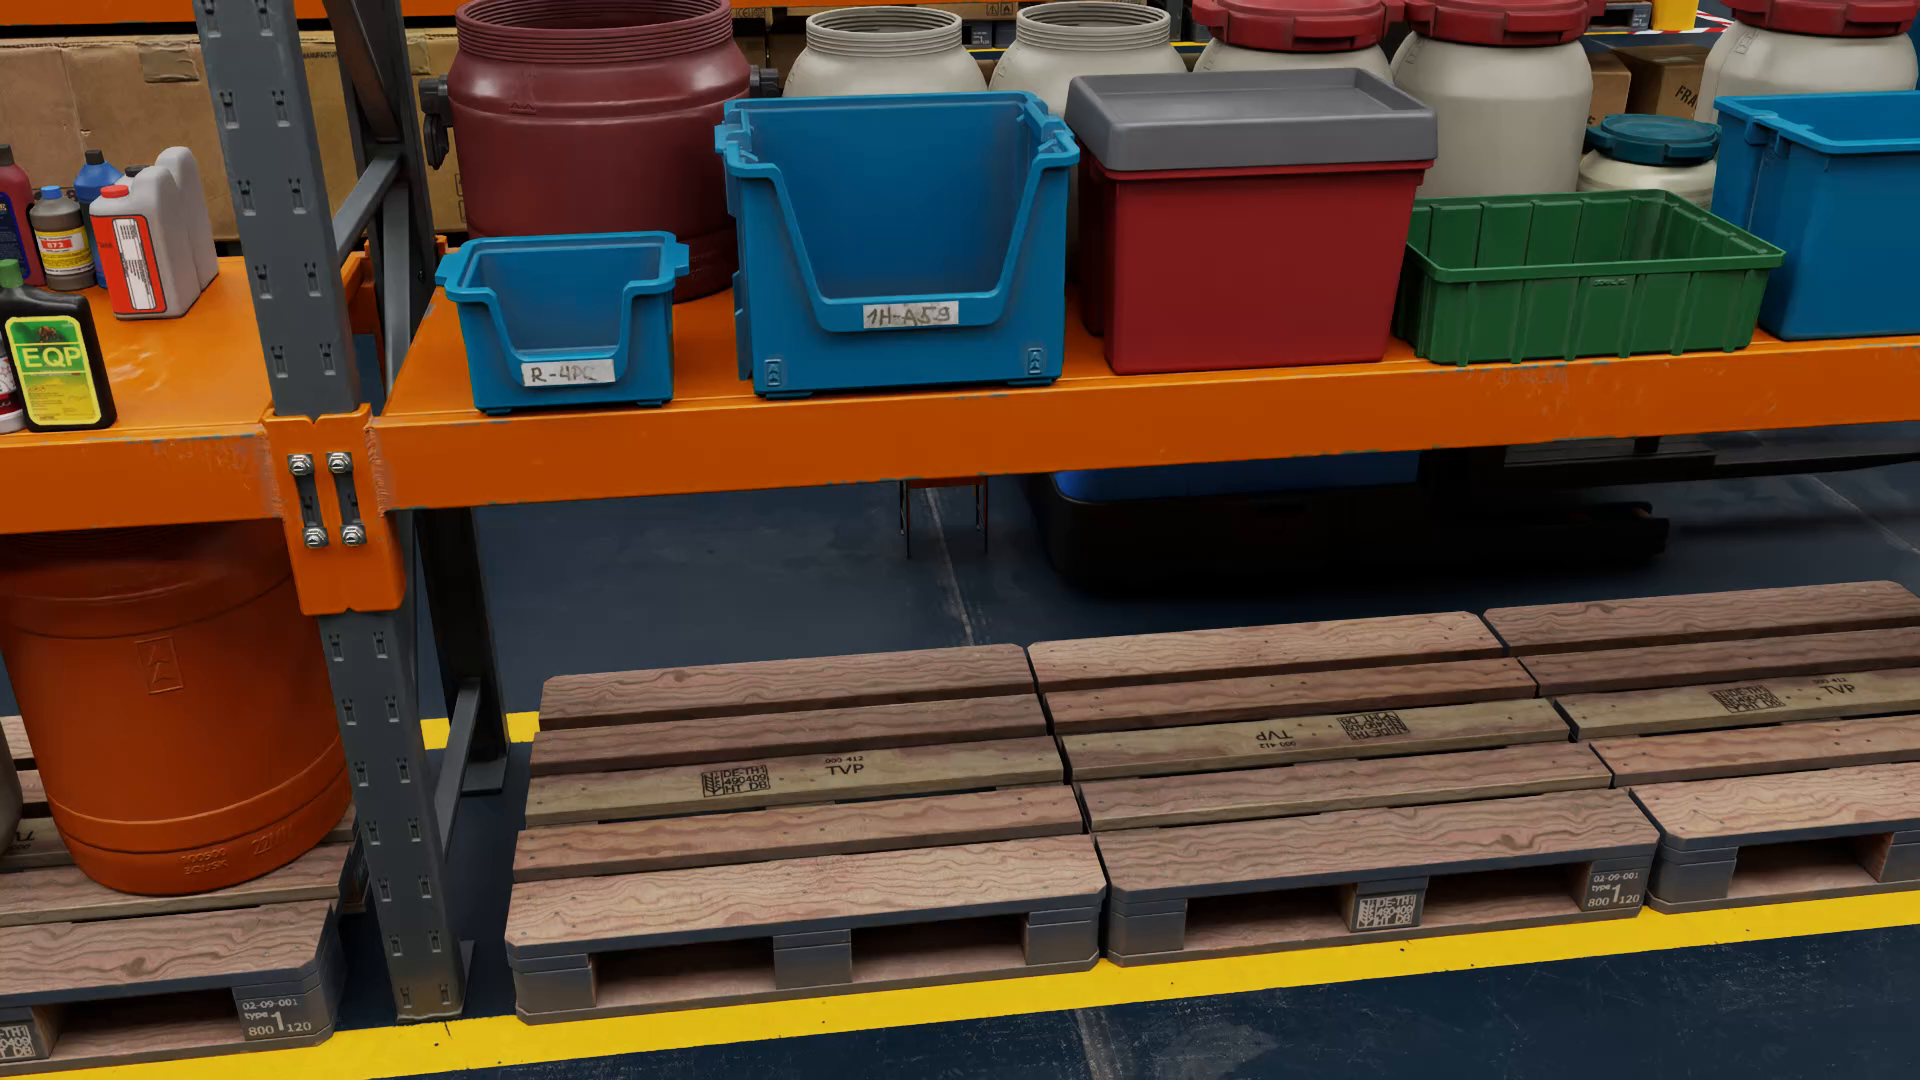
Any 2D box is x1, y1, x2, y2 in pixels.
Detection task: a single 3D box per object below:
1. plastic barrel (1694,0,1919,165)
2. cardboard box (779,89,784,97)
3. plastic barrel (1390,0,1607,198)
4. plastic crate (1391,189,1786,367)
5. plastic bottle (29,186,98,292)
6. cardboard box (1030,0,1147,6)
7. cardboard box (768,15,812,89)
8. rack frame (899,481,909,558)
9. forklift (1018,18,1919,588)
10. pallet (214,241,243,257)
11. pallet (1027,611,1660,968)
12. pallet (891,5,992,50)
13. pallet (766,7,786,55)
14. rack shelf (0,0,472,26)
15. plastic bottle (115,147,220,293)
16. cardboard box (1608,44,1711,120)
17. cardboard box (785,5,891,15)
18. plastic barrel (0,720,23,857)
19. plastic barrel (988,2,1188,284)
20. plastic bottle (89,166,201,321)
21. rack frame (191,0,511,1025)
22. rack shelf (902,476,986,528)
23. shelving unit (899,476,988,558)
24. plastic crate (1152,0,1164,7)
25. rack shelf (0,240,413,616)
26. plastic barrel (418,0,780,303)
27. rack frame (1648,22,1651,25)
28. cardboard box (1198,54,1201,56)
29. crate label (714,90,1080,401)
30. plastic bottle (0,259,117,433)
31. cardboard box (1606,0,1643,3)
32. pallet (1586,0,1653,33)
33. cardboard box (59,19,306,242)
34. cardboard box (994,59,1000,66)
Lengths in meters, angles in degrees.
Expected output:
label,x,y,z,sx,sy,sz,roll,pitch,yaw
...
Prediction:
label,x,y,z,sx,sy,sz,roll,pitch,yaw
plastic barrel,1.844,-0.942,3.651,0.433,0.535,0.433,0,27,0
cardboard box,-0.620,-2.004,8.126,0.500,0.500,0.700,-6,28,-11
plastic barrel,1.118,-0.895,3.560,0.433,0.535,0.433,0,27,0
plastic crate,1.137,-0.510,3.191,0.662,0.188,0.450,-4,27,-7
plastic bottle,-1.827,-0.618,3.385,0.097,0.201,0.097,0,27,0
cardboard box,0.939,-4.436,12.615,0.750,0.750,1.050,-4,27,-7
cardboard box,-0.646,-2.339,7.958,0.500,0.250,0.500,-1,27,-1
rack frame,-0.174,-0.456,4.989,0.008,1.050,0.200,-4,27,-7
forklift,1.721,-1.456,4.878,3.031,2.935,1.130,-4,27,-7
pallet,-3.825,-1.495,7.932,1.213,0.211,1.003,-4,27,-7
pallet,0.839,0.544,3.958,1.213,0.211,1.003,-4,27,-7
pallet,-0.423,-3.928,12.674,1.213,0.211,1.003,-4,27,-7
pallet,-1.628,-3.852,12.525,1.213,0.211,1.003,-4,27,-7
rack shelf,-3.809,-2.380,7.391,4.000,0.370,1.077,-4,27,-7
plastic bottle,-1.612,-0.652,3.371,0.135,0.276,0.152,-4,27,-7
cardboard box,3.704,-2.279,8.684,0.500,0.500,0.500,-6,28,-12
cardboard box,-0.939,-4.317,12.383,0.750,0.750,1.050,-3,27,-6
plastic barrel,-2.167,0.447,3.359,0.421,0.512,0.421,0,27,0
plastic barrel,0.267,-0.827,3.454,0.421,0.512,0.421,0,27,0
plastic bottle,-1.591,-0.583,3.237,0.135,0.276,0.152,-4,27,-7
rack frame,-1.139,-0.588,3.111,0.127,3.000,1.000,-4,27,-7
rack shelf,-0.053,-0.207,5.135,0.240,0.259,0.215,-4,27,-7
shelving unit,-0.053,-0.464,5.004,0.252,1.050,0.215,-4,27,-7
plastic crate,1.531,-4.708,14.158,0.662,0.188,0.450,10,39,19
rack shelf,-3.119,-0.141,3.027,4.000,0.370,1.077,-4,27,-7
plastic barrel,-0.721,-0.815,3.405,0.708,0.536,0.600,-4,27,-7
rack frame,5.502,-5.585,12.849,0.127,3.000,1.000,-4,27,-7
cardboard box,1.521,-2.136,8.384,0.500,0.500,0.700,-6,28,-11
crate label,-0.117,-0.545,2.988,0.616,0.435,0.502,-4,27,-7
plastic bottle,-1.480,-0.318,2.712,0.133,0.283,0.061,-4,27,-7
cardboard box,4.840,-4.754,13.096,0.875,0.875,0.875,-4,27,-7
pallet,4.721,-4.258,13.318,1.213,0.211,1.003,-4,27,-7
cardboard box,-3.399,-1.981,7.693,0.875,0.875,1.225,-4,27,-7
cardboard box,0.492,-2.079,8.272,0.500,0.500,0.700,-6,28,-12
